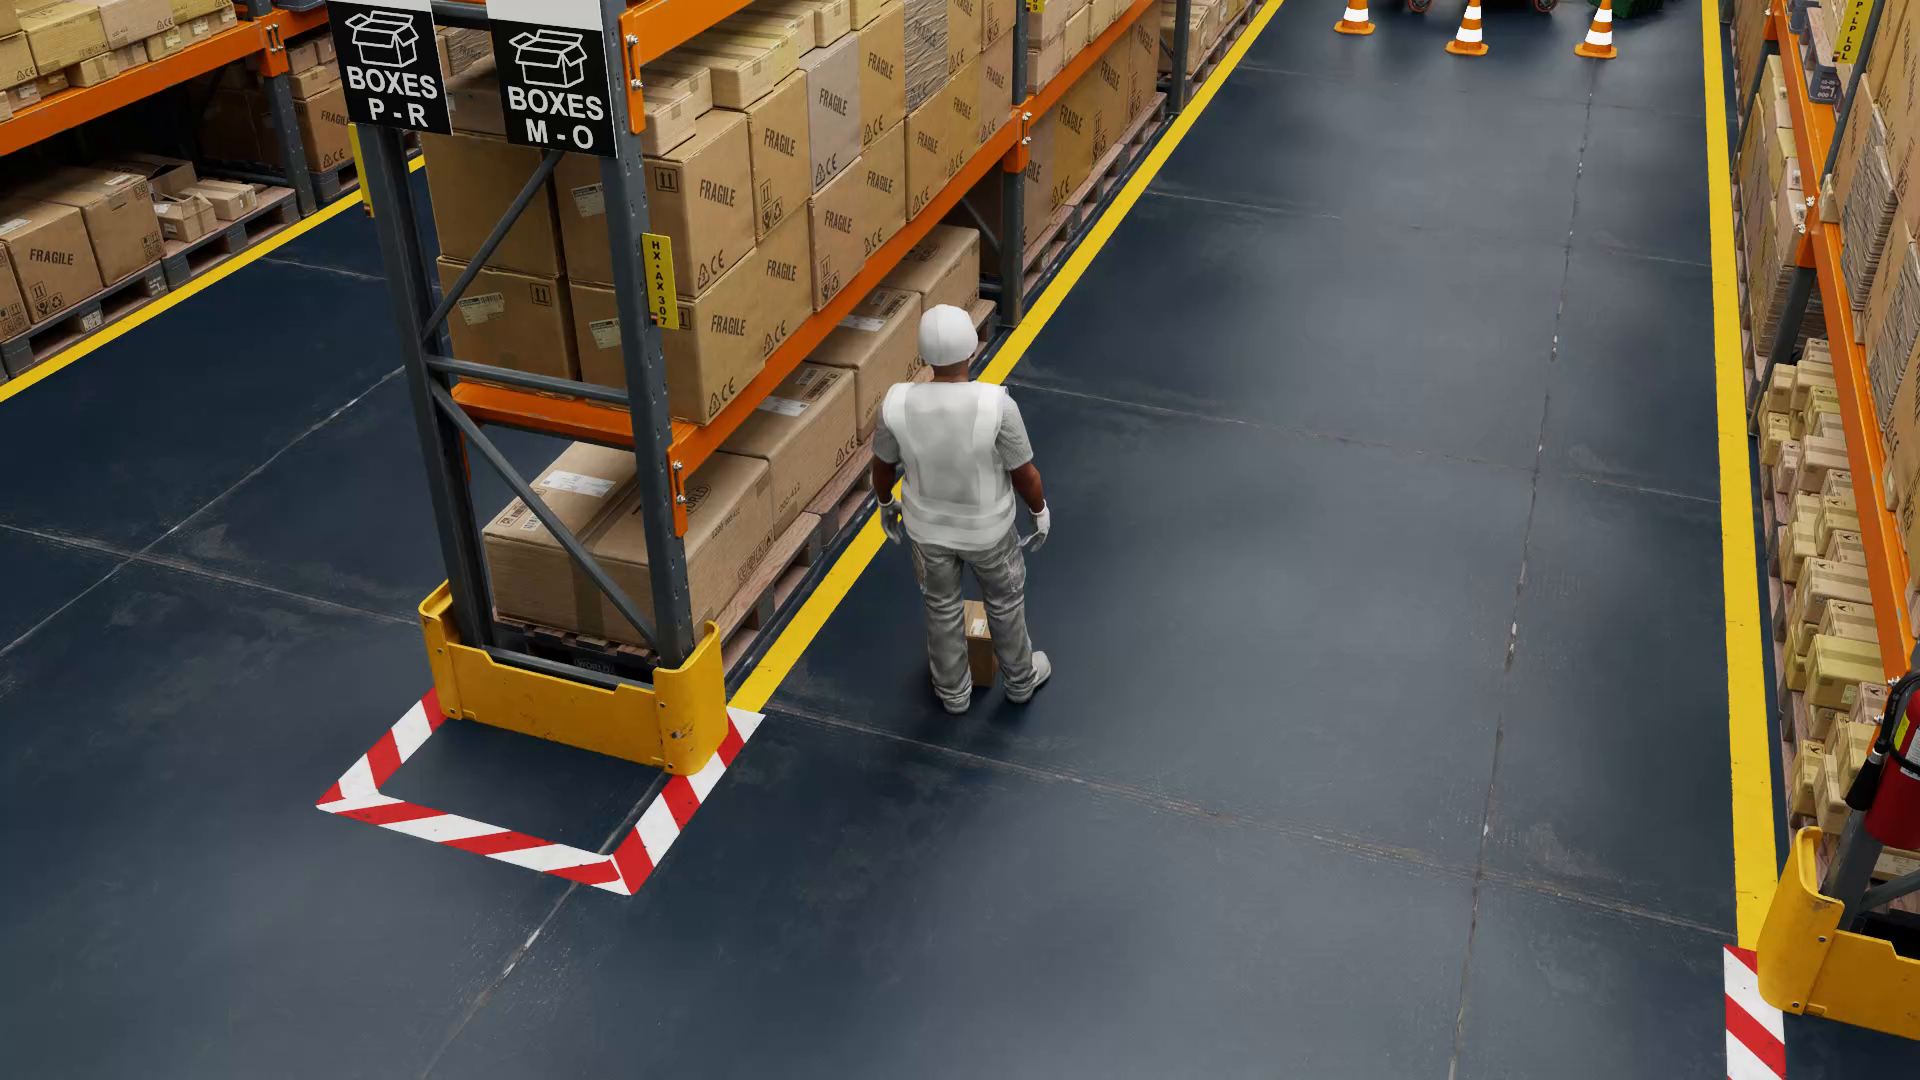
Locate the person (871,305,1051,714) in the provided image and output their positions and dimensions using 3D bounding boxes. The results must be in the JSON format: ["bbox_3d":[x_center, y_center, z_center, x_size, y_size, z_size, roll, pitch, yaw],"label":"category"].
[{"bbox_3d":[0.021,-0.117,6.286,0.656,1.785,0.575,7,34,11],"label":"person"}]
